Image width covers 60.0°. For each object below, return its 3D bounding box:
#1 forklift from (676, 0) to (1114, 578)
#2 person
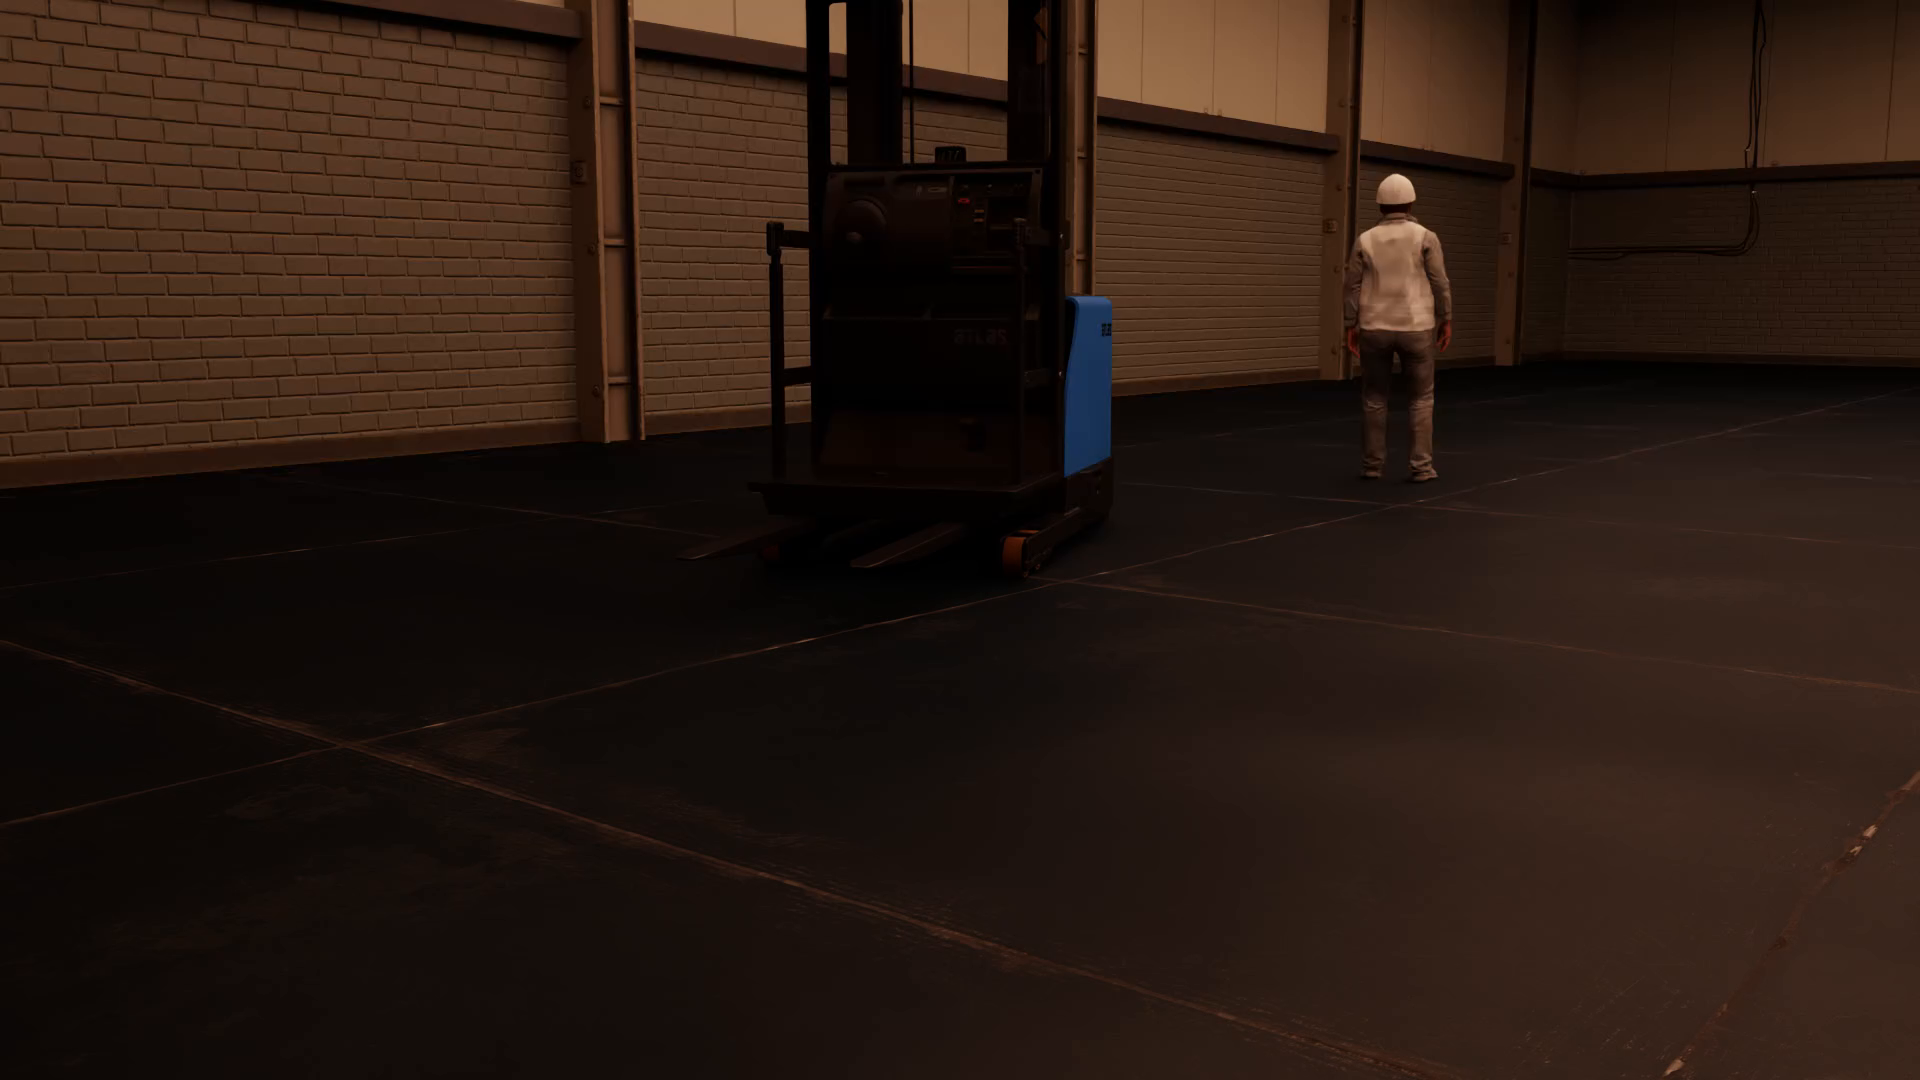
[{"bbox_3d":[-0.176,-1.366,6.616,1.130,2.935,3.031,3,9,17],"label":"forklift"},{"bbox_3d":[2.566,-1.227,9.744,0.615,1.794,0.498,4,9,23],"label":"person"}]
